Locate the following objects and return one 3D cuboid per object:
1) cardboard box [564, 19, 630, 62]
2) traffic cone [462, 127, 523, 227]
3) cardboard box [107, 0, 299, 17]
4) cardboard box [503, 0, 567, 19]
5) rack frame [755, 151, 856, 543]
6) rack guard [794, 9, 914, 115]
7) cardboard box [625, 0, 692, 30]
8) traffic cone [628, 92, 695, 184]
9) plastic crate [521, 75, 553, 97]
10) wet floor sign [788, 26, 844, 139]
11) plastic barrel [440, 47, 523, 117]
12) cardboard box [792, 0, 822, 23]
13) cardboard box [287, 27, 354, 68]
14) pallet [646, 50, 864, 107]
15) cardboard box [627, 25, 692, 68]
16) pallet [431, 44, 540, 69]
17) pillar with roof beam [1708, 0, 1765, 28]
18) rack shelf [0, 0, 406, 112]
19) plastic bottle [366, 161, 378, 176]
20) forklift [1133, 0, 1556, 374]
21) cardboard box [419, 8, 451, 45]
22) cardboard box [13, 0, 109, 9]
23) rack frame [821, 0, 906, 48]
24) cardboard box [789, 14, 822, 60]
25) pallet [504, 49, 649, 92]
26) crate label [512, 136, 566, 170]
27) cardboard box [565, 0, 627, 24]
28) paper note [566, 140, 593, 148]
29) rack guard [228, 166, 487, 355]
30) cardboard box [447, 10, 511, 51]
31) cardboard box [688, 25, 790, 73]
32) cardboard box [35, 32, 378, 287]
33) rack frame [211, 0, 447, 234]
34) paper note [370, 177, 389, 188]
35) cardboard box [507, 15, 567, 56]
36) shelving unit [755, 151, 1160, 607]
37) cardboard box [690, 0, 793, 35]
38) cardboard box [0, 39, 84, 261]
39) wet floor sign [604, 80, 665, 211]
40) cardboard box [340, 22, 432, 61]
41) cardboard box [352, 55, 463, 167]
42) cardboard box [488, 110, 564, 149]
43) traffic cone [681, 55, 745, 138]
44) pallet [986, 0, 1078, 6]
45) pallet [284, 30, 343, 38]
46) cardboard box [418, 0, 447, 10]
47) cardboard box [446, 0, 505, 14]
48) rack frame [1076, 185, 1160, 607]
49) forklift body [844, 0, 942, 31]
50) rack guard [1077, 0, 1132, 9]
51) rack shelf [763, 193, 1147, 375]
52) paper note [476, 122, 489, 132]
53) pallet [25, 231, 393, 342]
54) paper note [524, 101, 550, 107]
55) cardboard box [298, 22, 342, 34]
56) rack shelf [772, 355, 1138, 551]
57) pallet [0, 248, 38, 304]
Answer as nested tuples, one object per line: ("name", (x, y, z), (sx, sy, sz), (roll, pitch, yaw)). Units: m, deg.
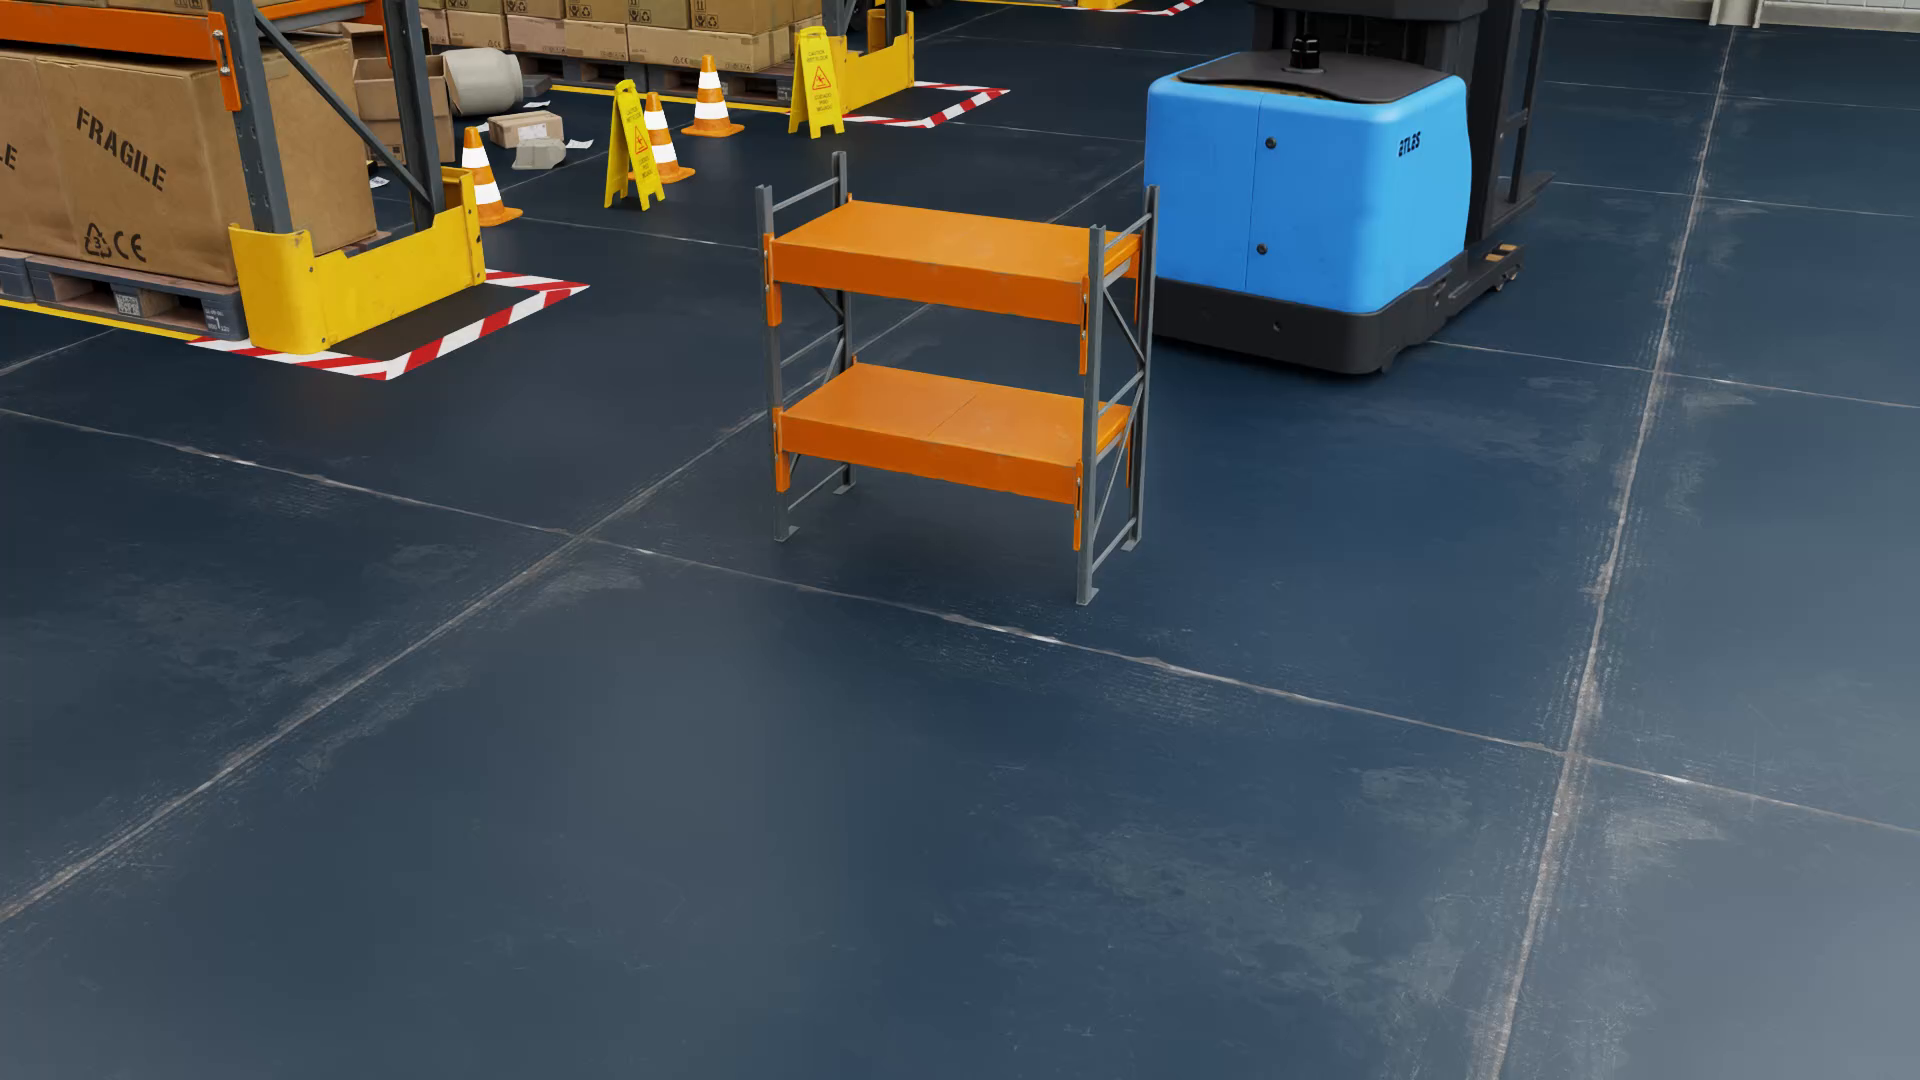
("cardboard box", (-2.427, -3.556, 11.714), (0.500, 0.250, 0.500), (10, 28, 20))
("traffic cone", (-2.486, -1.891, 8.567), (0.334, 0.463, 0.336), (11, 28, 22))
("cardboard box", (-2.946, -2.478, 6.718), (0.550, 0.550, 0.875), (11, 28, 22))
("cardboard box", (-2.885, -3.988, 11.742), (0.500, 0.500, 0.500), (13, 29, 24))
("rack frame", (-0.469, -0.599, 5.193), (0.032, 1.125, 0.500), (11, 28, 22))
("rack guard", (-0.702, -3.262, 11.310), (0.348, 0.500, 1.175), (11, 28, 22))
("cardboard box", (-1.947, -3.797, 11.355), (0.500, 0.500, 0.500), (12, 29, 24))
("traffic cone", (-1.708, -2.283, 9.364), (0.334, 0.463, 0.336), (11, 28, 22))
("plastic crate", (-3.184, -3.175, 11.608), (0.583, 0.080, 0.402), (2, 26, 4))
("wet floor sign", (-0.903, -2.849, 10.306), (0.232, 0.644, 0.267), (23, 35, 39))
("plastic barrel", (-3.140, -2.983, 10.830), (0.512, 0.421, 0.421), (-12, 29, -23))
("cardboard box", (-1.275, -3.924, 11.613), (0.500, 0.500, 0.500), (10, 28, 20))
("cardboard box", (-4.134, -2.782, 10.177), (0.503, 0.637, 0.797), (11, 28, 22))
("pallet", (-1.427, -3.296, 11.705), (1.213, 0.211, 1.003), (11, 28, 22))
("cardboard box", (-1.948, -3.462, 11.524), (0.500, 0.250, 0.500), (11, 28, 22))
("pallet", (-3.648, -3.742, 12.611), (1.213, 0.211, 1.003), (11, 28, 22))
("pillar with roof beam", (4.837, -6.720, 8.711), (0.400, 9.000, 9.100), (11, 28, 22))
("rack shelf", (-4.410, -2.404, 7.552), (4.000, 0.370, 1.077), (11, 28, 22))
("plastic bottle", (-3.489, -2.127, 9.500), (0.283, 0.061, 0.133), (2, 26, 4))
("forklift", (1.958, -2.550, 7.112), (1.130, 2.935, 3.031), (17, 31, 30))
("cardboard box", (-3.849, -3.840, 12.291), (0.500, 0.250, 0.500), (10, 28, 19))
("cardboard box", (-3.456, -2.570, 6.904), (0.550, 0.550, 0.875), (11, 28, 22))
("rack frame", (-0.633, -4.370, 10.730), (0.127, 3.000, 1.000), (11, 28, 22))
("cardboard box", (-1.253, -3.584, 11.770), (0.500, 0.250, 0.500), (11, 28, 21))
("pallet", (-2.534, -3.519, 12.159), (1.213, 0.211, 1.003), (11, 28, 22))
("crate label", (-2.450, -2.256, 9.677), (0.298, 0.136, 0.250), (-2, 26, -5))
("cardboard box", (-2.403, -3.892, 11.548), (0.500, 0.500, 0.500), (11, 28, 21))
("paper note", (-2.317, -2.410, 10.111), (0.142, 0.019, 0.148), (2, 26, 4))
("rack guard", (-2.568, -1.235, 7.193), (0.348, 0.500, 1.175), (11, 28, 22))
("cardboard box", (-3.358, -3.747, 12.102), (0.500, 0.250, 0.500), (13, 29, 25))
("cardboard box", (-1.502, -3.369, 11.334), (0.500, 0.250, 0.500), (11, 28, 22))
("cardboard box", (-3.235, -1.694, 7.224), (0.875, 0.875, 0.875), (12, 28, 22))
("rack frame", (-2.590, -2.361, 6.650), (0.127, 3.000, 1.000), (11, 28, 22))
("paper note", (-3.277, -1.990, 9.260), (0.142, 0.017, 0.144), (23, 35, 39))
("cardboard box", (-2.874, -3.651, 11.907), (0.500, 0.250, 0.500), (11, 28, 21))
("shelving unit", (-0.006, -0.506, 5.004), (1.048, 1.125, 0.538), (11, 28, 22))
("cardboard box", (-1.470, -3.703, 11.164), (0.500, 0.500, 0.500), (12, 28, 22))
("cardboard box", (-4.036, -1.854, 7.549), (0.875, 0.875, 0.875), (11, 28, 21))
("wet floor sign", (-1.744, -2.096, 8.776), (0.232, 0.644, 0.267), (6, 27, 13))
("cardboard box", (-3.862, -3.238, 11.258), (0.500, 0.500, 0.500), (-12, 29, -23))
("cardboard box", (-3.280, -2.553, 9.866), (0.637, 0.503, 0.797), (-7, 27, -14))
("cardboard box", (-2.662, -2.518, 10.197), (0.380, 0.149, 0.250), (-18, 31, -31))
("traffic cone", (-1.558, -2.792, 10.397), (0.334, 0.463, 0.336), (11, 28, 22))
("pallet", (0.705, -5.239, 15.651), (1.213, 0.211, 1.003), (11, 28, 22))
("pallet", (-4.983, -3.992, 13.119), (1.213, 0.211, 1.003), (11, 28, 22))
("cardboard box", (-3.849, -4.176, 12.125), (0.500, 0.500, 0.500), (13, 29, 24))
("cardboard box", (-3.357, -4.083, 11.936), (0.500, 0.500, 0.500), (13, 29, 24))
("rack frame", (0.457, -0.413, 4.815), (0.032, 1.125, 0.500), (11, 28, 22))
("forklift body", (-1.063, -5.599, 14.187), (1.214, 2.155, 2.313), (11, 28, 22))
("rack guard", (1.440, -5.241, 15.329), (0.348, 0.500, 1.175), (11, 28, 22))
("rack shelf", (-0.006, -0.768, 4.875), (1.000, 0.278, 0.538), (11, 28, 22))
("paper note", (-3.028, -2.621, 10.552), (0.142, 0.019, 0.148), (23, 35, 39))
("pallet", (-3.350, -1.225, 7.499), (1.213, 0.211, 1.003), (11, 28, 22))
("paper note", (-2.842, -2.931, 11.169), (0.148, 0.019, 0.142), (2, 26, 4))
("cardboard box", (-4.753, -4.206, 12.896), (0.625, 0.372, 0.950), (12, 29, 22))
("rack shelf", (-0.006, -0.287, 5.112), (1.000, 0.278, 0.538), (11, 28, 22))
("pallet", (-4.457, -1.449, 7.953), (1.213, 0.211, 1.003), (11, 28, 22))
